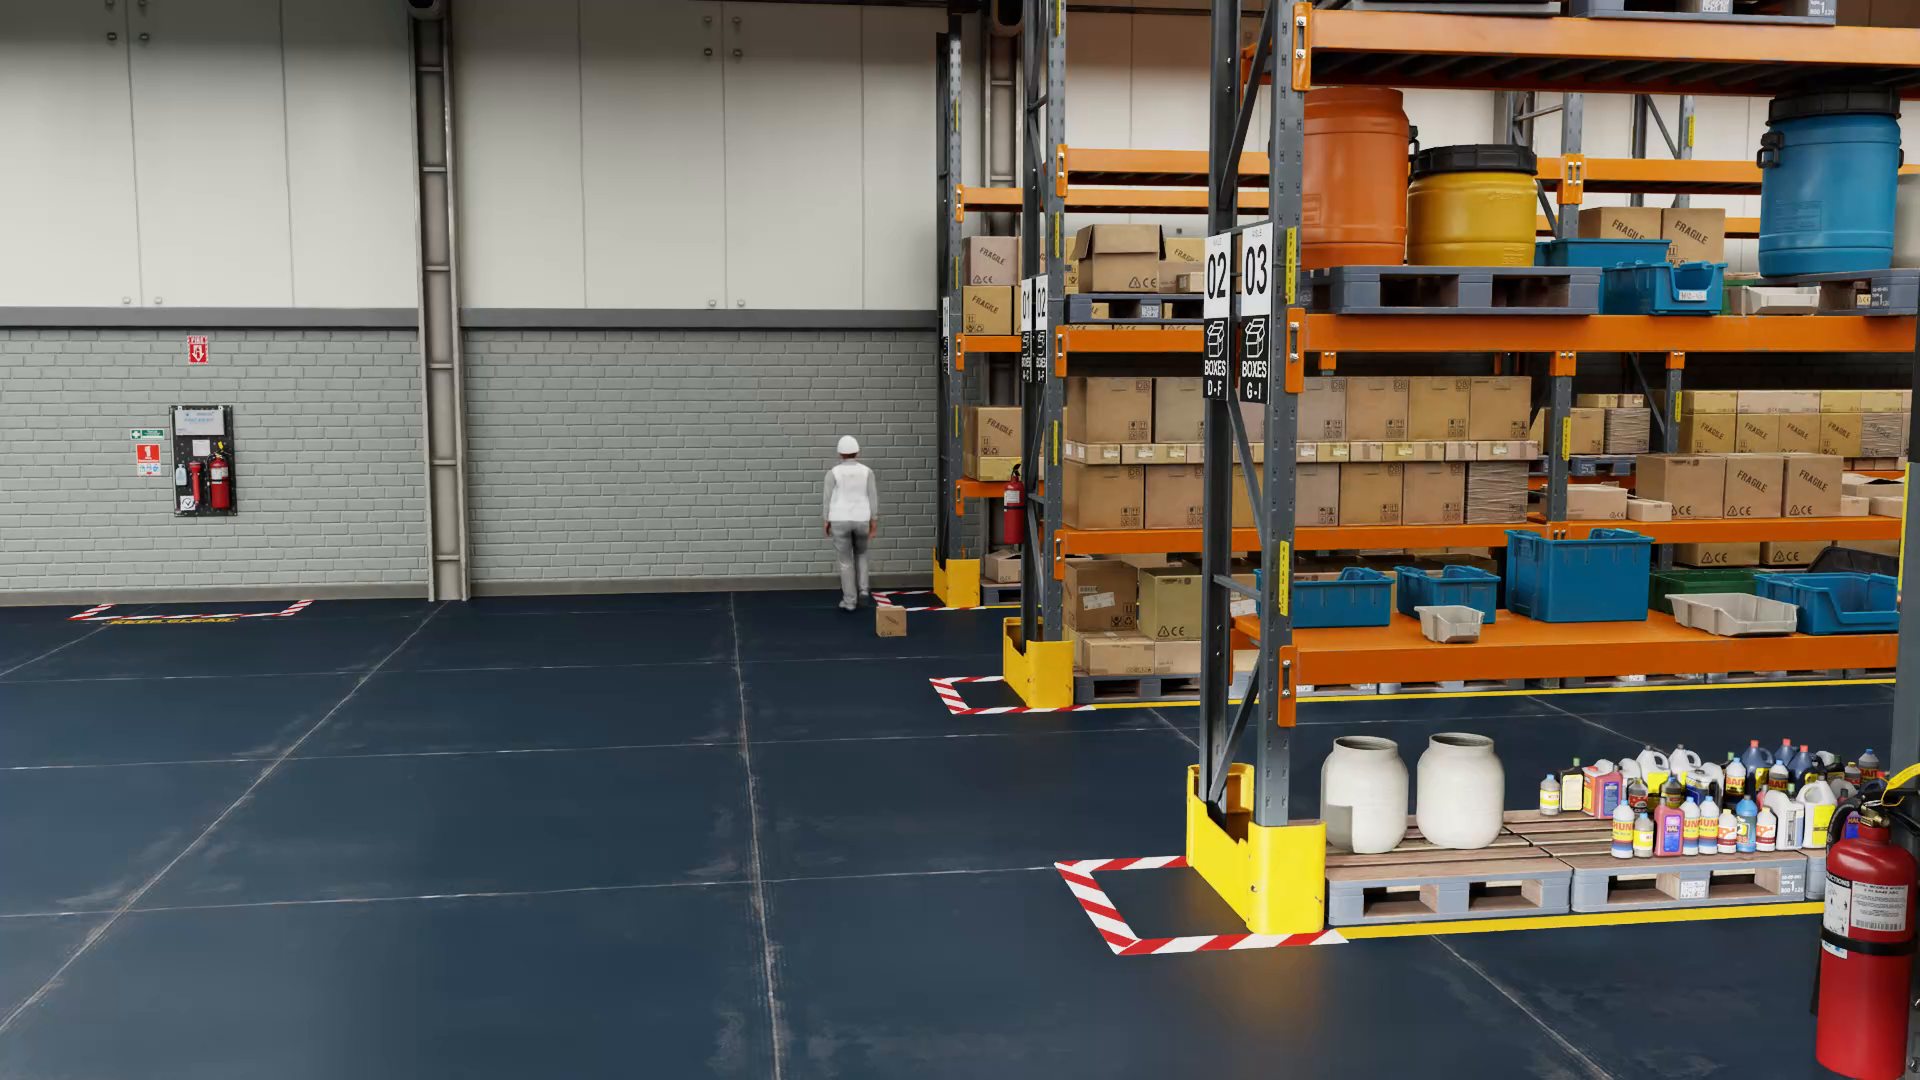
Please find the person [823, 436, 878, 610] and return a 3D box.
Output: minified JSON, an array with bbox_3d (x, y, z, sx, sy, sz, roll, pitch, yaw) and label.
[{"bbox_3d":[-1.134,-0.163,17.026,0.547,1.816,0.501,-2,7,-20],"label":"person"}]
